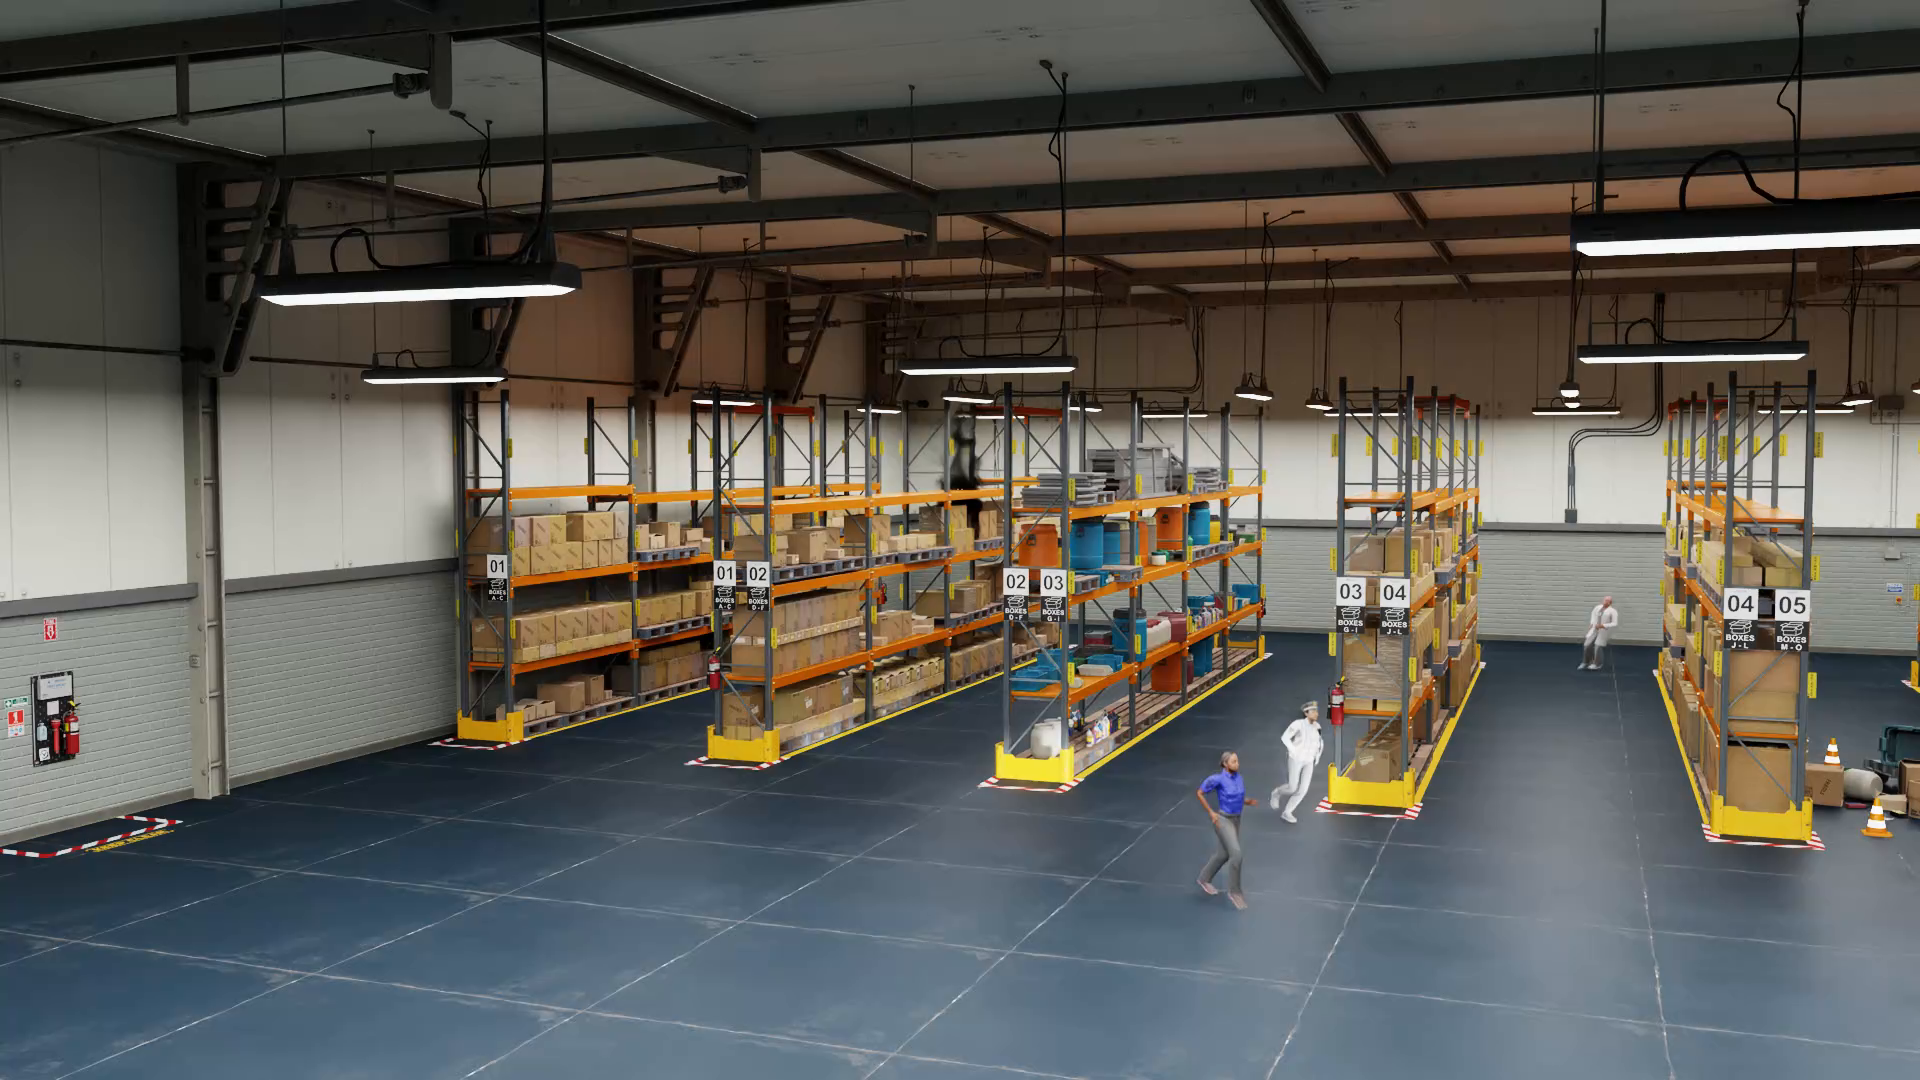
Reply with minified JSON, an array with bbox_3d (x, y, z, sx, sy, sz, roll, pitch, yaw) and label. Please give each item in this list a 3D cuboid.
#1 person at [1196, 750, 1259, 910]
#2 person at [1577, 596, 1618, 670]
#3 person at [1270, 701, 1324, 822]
[{"bbox_3d":[2.930,3.172,18.317,0.783,1.720,0.560,3,4,42],"label":"person"},{"bbox_3d":[14.340,2.097,37.340,0.717,1.717,0.888,-3,4,-40],"label":"person"},{"bbox_3d":[4.613,2.962,22.534,0.662,1.612,0.590,-1,3,-18],"label":"person"}]
